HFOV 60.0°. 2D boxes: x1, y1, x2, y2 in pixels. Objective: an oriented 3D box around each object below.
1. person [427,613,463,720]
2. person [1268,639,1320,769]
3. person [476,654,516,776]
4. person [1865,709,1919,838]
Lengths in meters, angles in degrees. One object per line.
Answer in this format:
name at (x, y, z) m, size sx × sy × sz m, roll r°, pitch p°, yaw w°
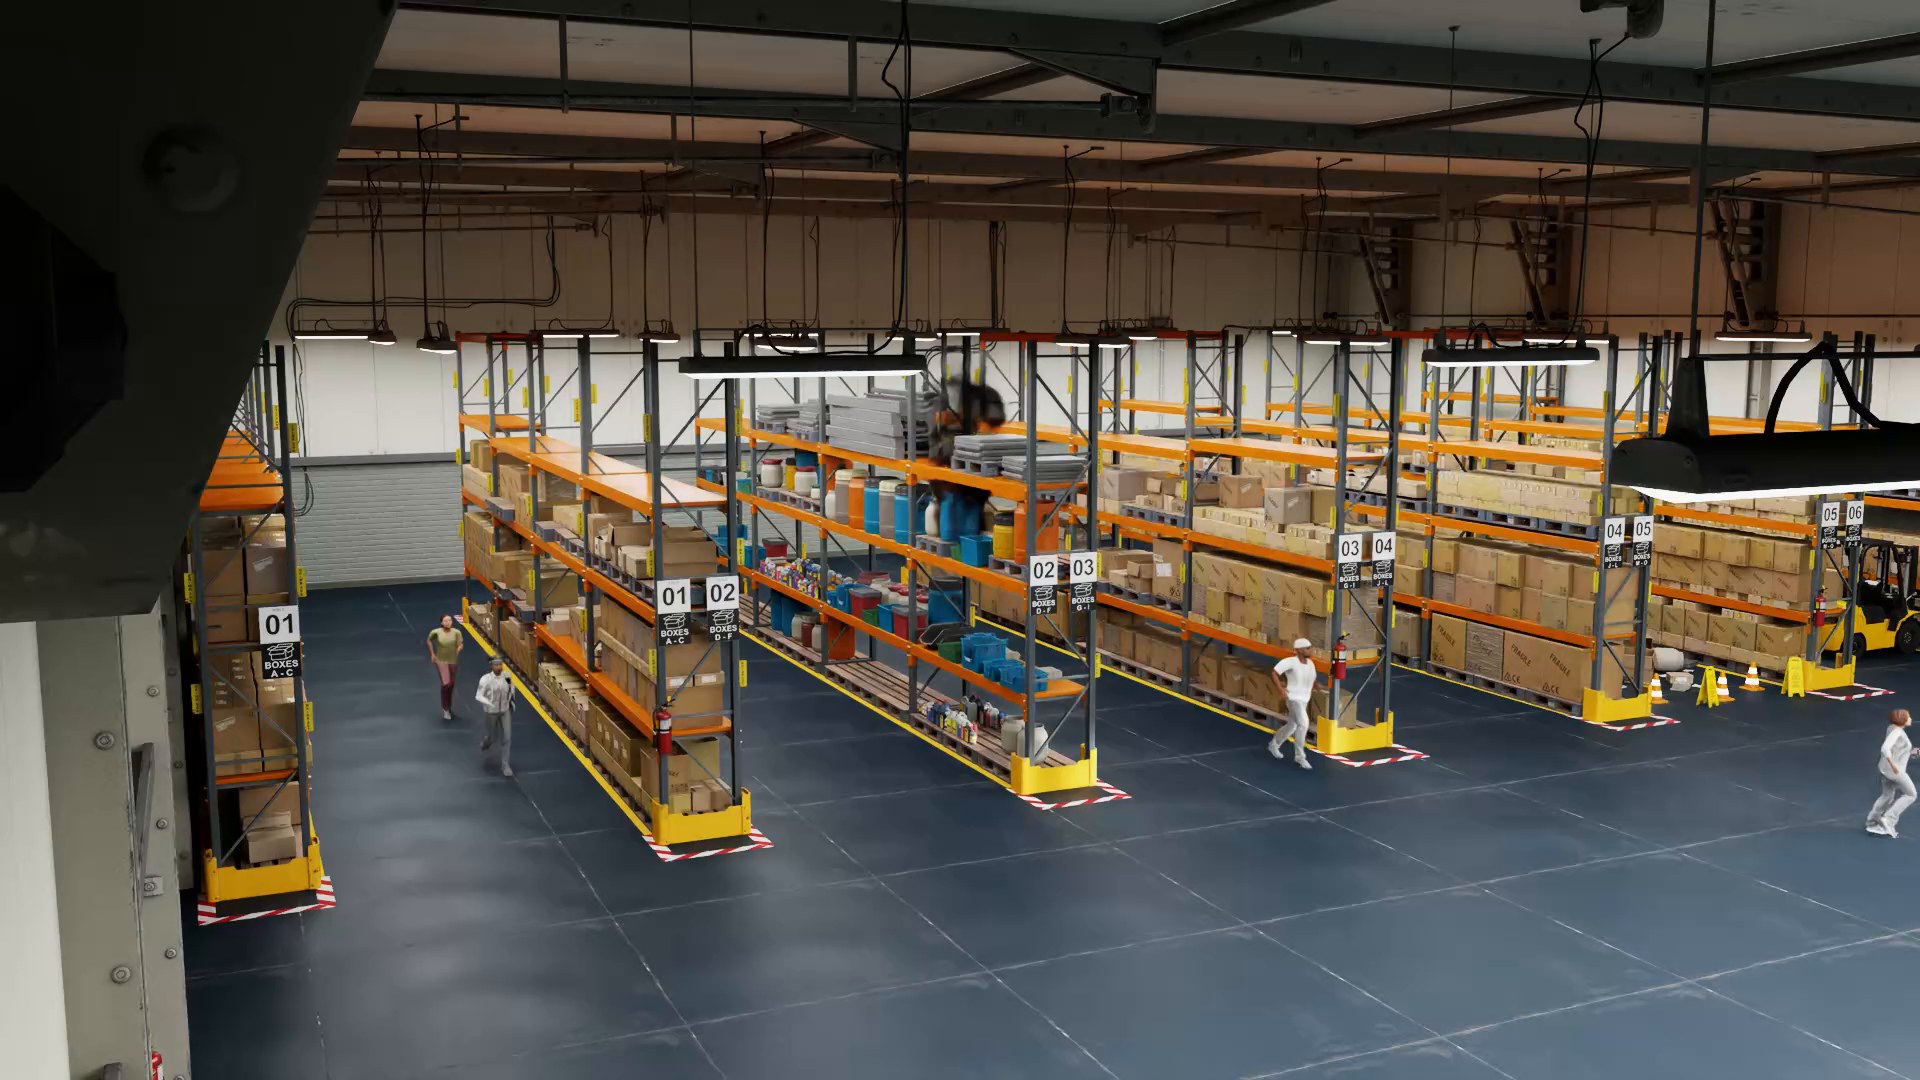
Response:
person at (-8.135, 1.978, 26.365) m, size 0.497 × 1.698 × 0.818 m, roll -5°, pitch 9°, yaw -34°
person at (4.805, 2.289, 23.661) m, size 0.785 × 1.794 × 0.693 m, roll 7°, pitch 10°, yaw 41°
person at (-6.457, 2.391, 23.177) m, size 0.600 × 1.669 × 0.892 m, roll -5°, pitch 9°, yaw -33°
person at (11.406, 2.826, 20.259) m, size 0.631 × 1.578 × 0.512 m, roll 2°, pitch 8°, yaw 11°
